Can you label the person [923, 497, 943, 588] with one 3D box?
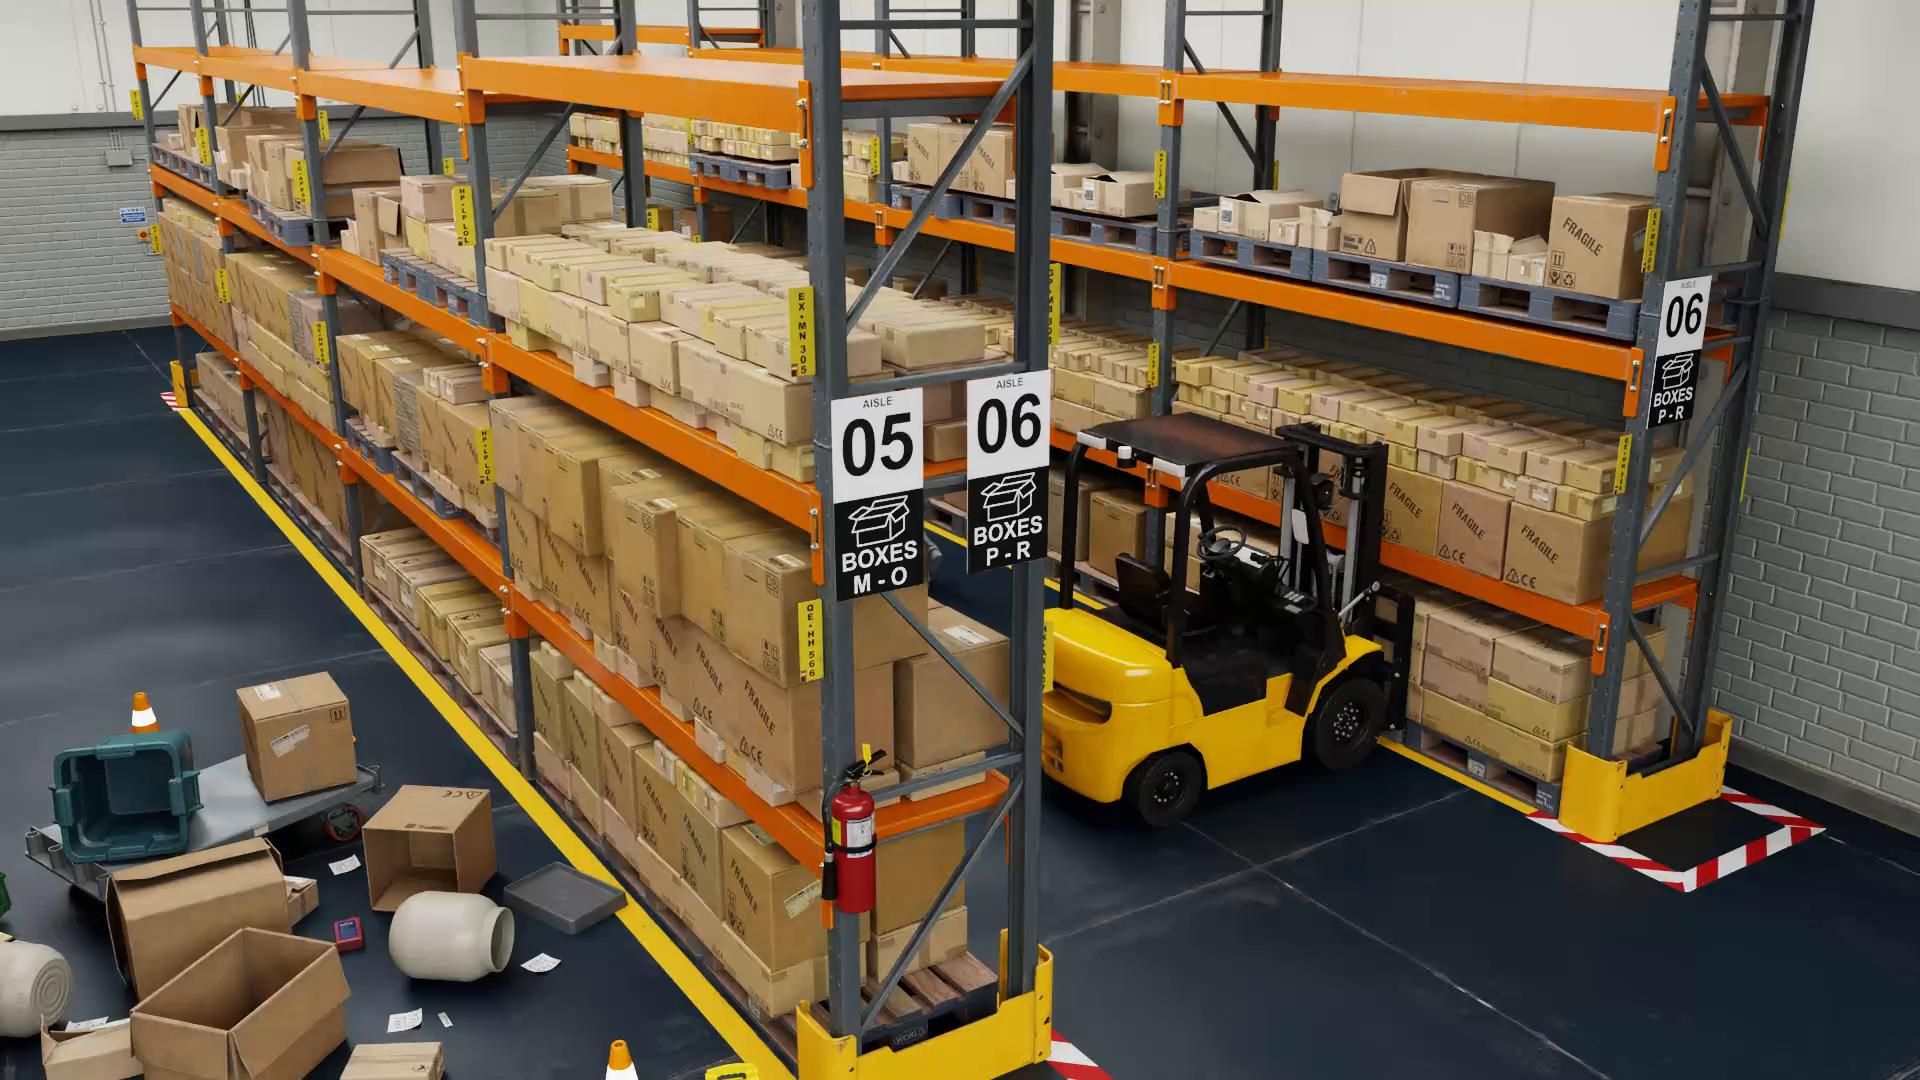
[{"bbox_3d":[-0.447,-0.433,13.508,0.677,1.679,0.695,-16,24,-40],"label":"person"}]
